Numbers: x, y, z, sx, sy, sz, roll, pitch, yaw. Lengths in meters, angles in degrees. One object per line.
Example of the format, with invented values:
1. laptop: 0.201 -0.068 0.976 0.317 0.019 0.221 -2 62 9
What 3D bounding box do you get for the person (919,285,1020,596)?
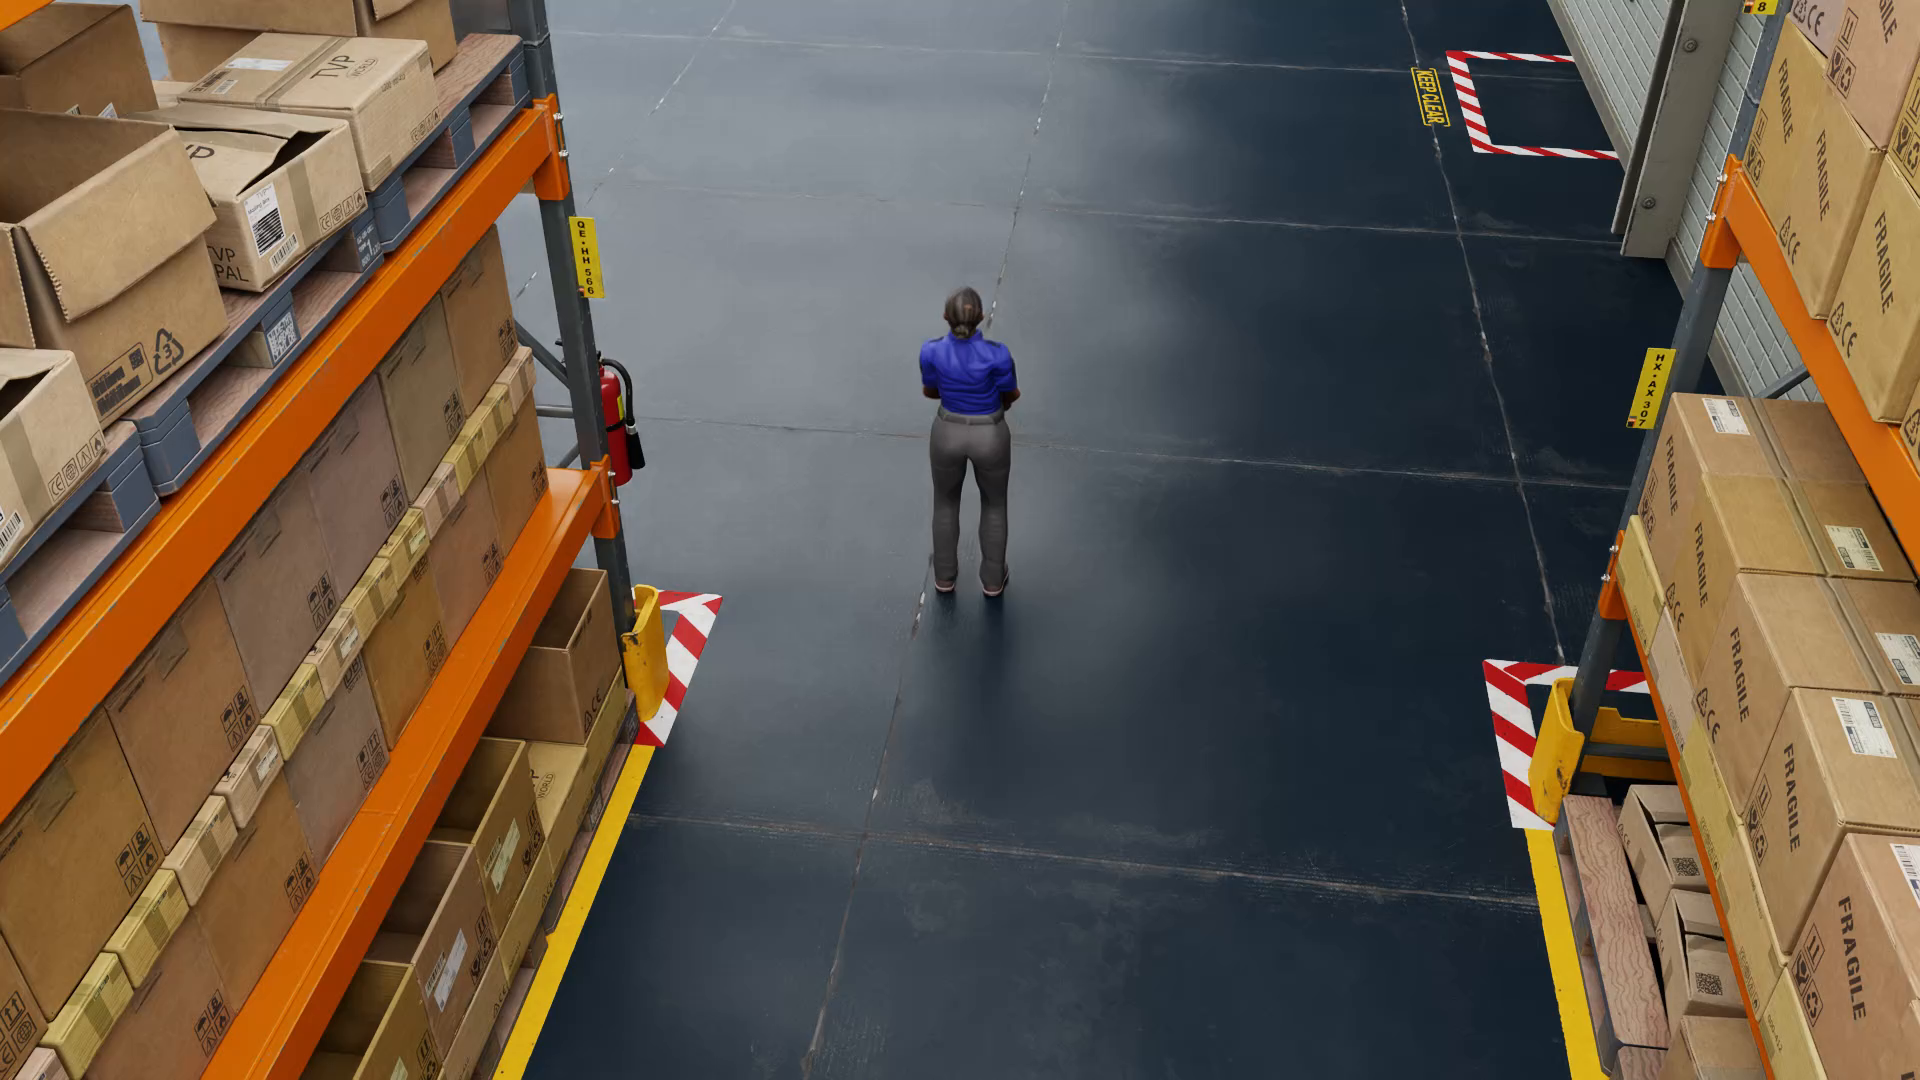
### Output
1. person: 0.055 -0.499 7.730 0.450 1.646 0.517 5 37 7
